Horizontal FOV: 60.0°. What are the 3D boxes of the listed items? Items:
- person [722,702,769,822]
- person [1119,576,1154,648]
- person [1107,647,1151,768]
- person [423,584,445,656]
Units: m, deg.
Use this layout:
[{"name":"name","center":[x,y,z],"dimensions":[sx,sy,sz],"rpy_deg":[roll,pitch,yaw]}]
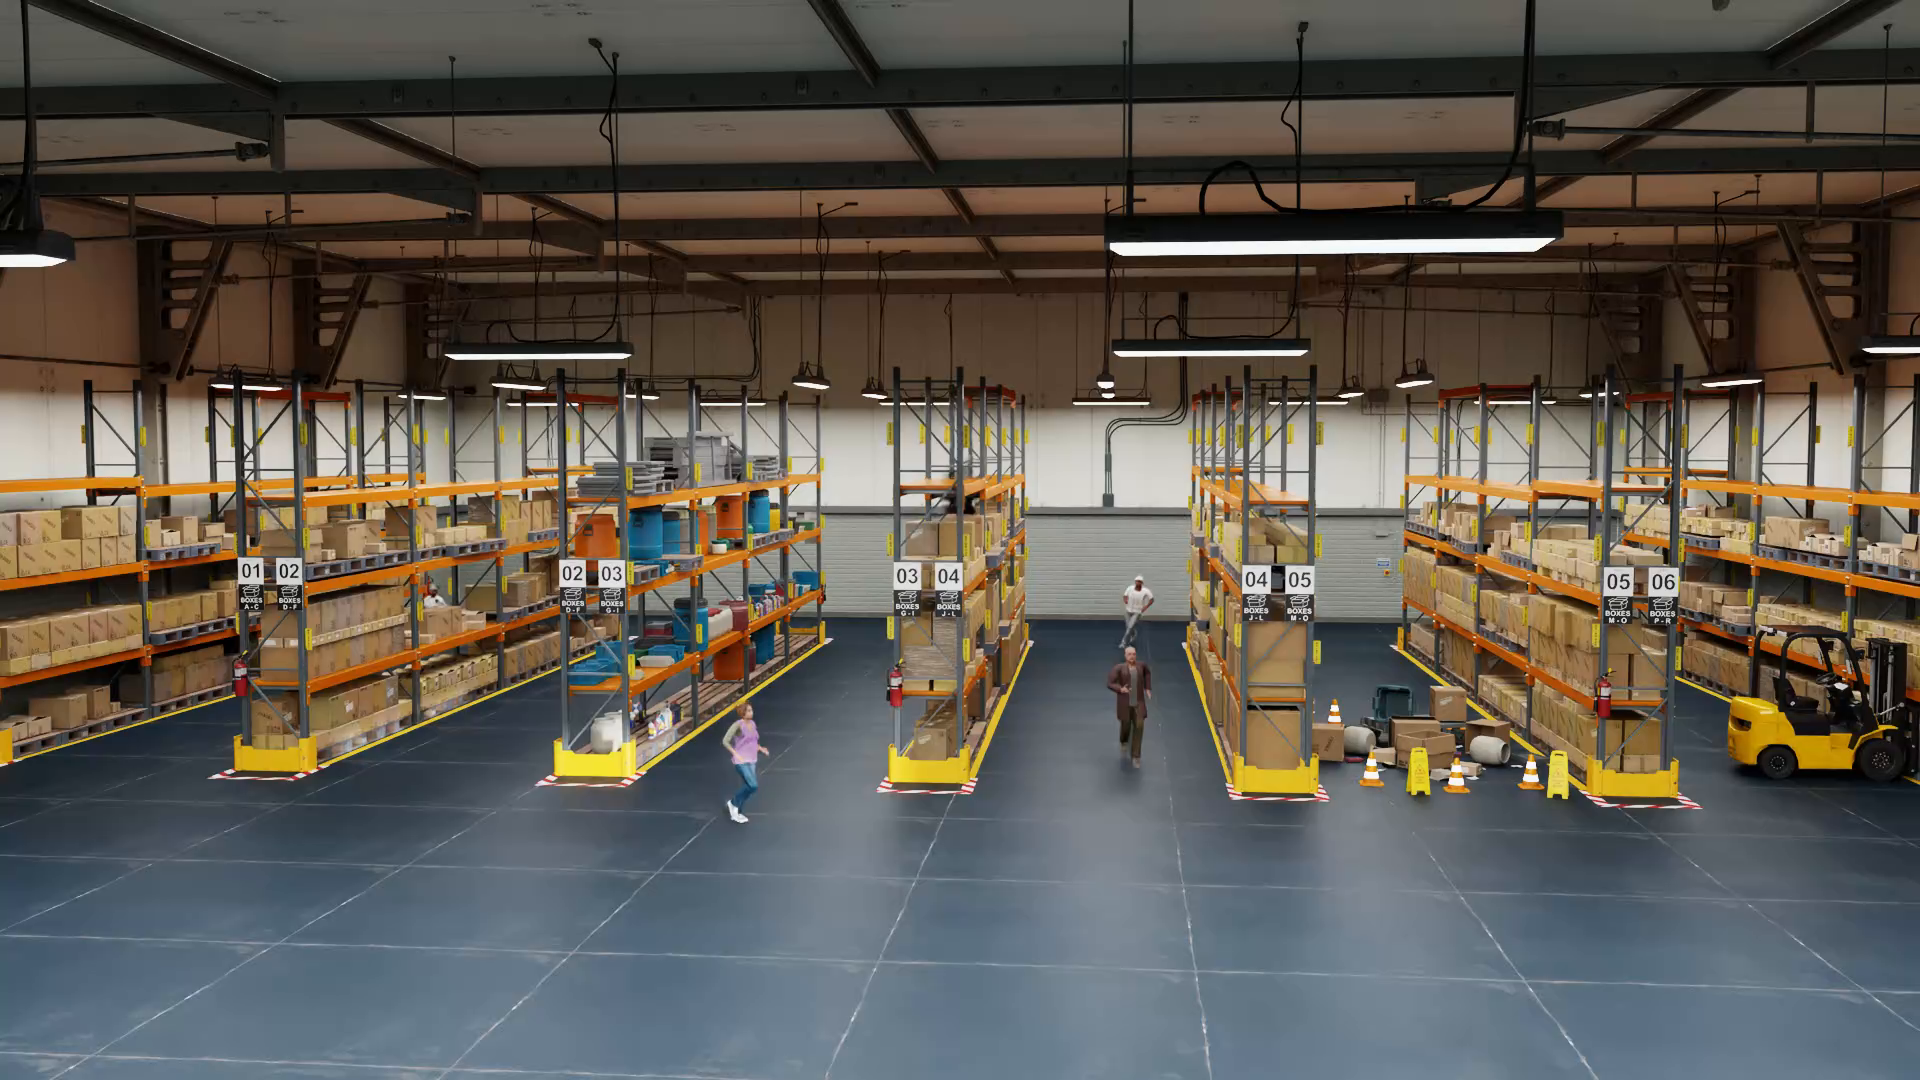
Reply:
[{"name":"person","center":[-2.753,2.880,21.485],"dimensions":[0.547,1.557,0.514],"rpy_deg":[2,4,30]},{"name":"person","center":[4.213,1.695,39.492],"dimensions":[0.707,1.724,0.916],"rpy_deg":[2,4,32]},{"name":"person","center":[2.609,2.554,25.560],"dimensions":[0.742,1.821,1.008],"rpy_deg":[-1,4,-9]},{"name":"person","center":[-11.932,1.822,37.609],"dimensions":[0.552,1.663,0.620],"rpy_deg":[0,4,-8]}]
